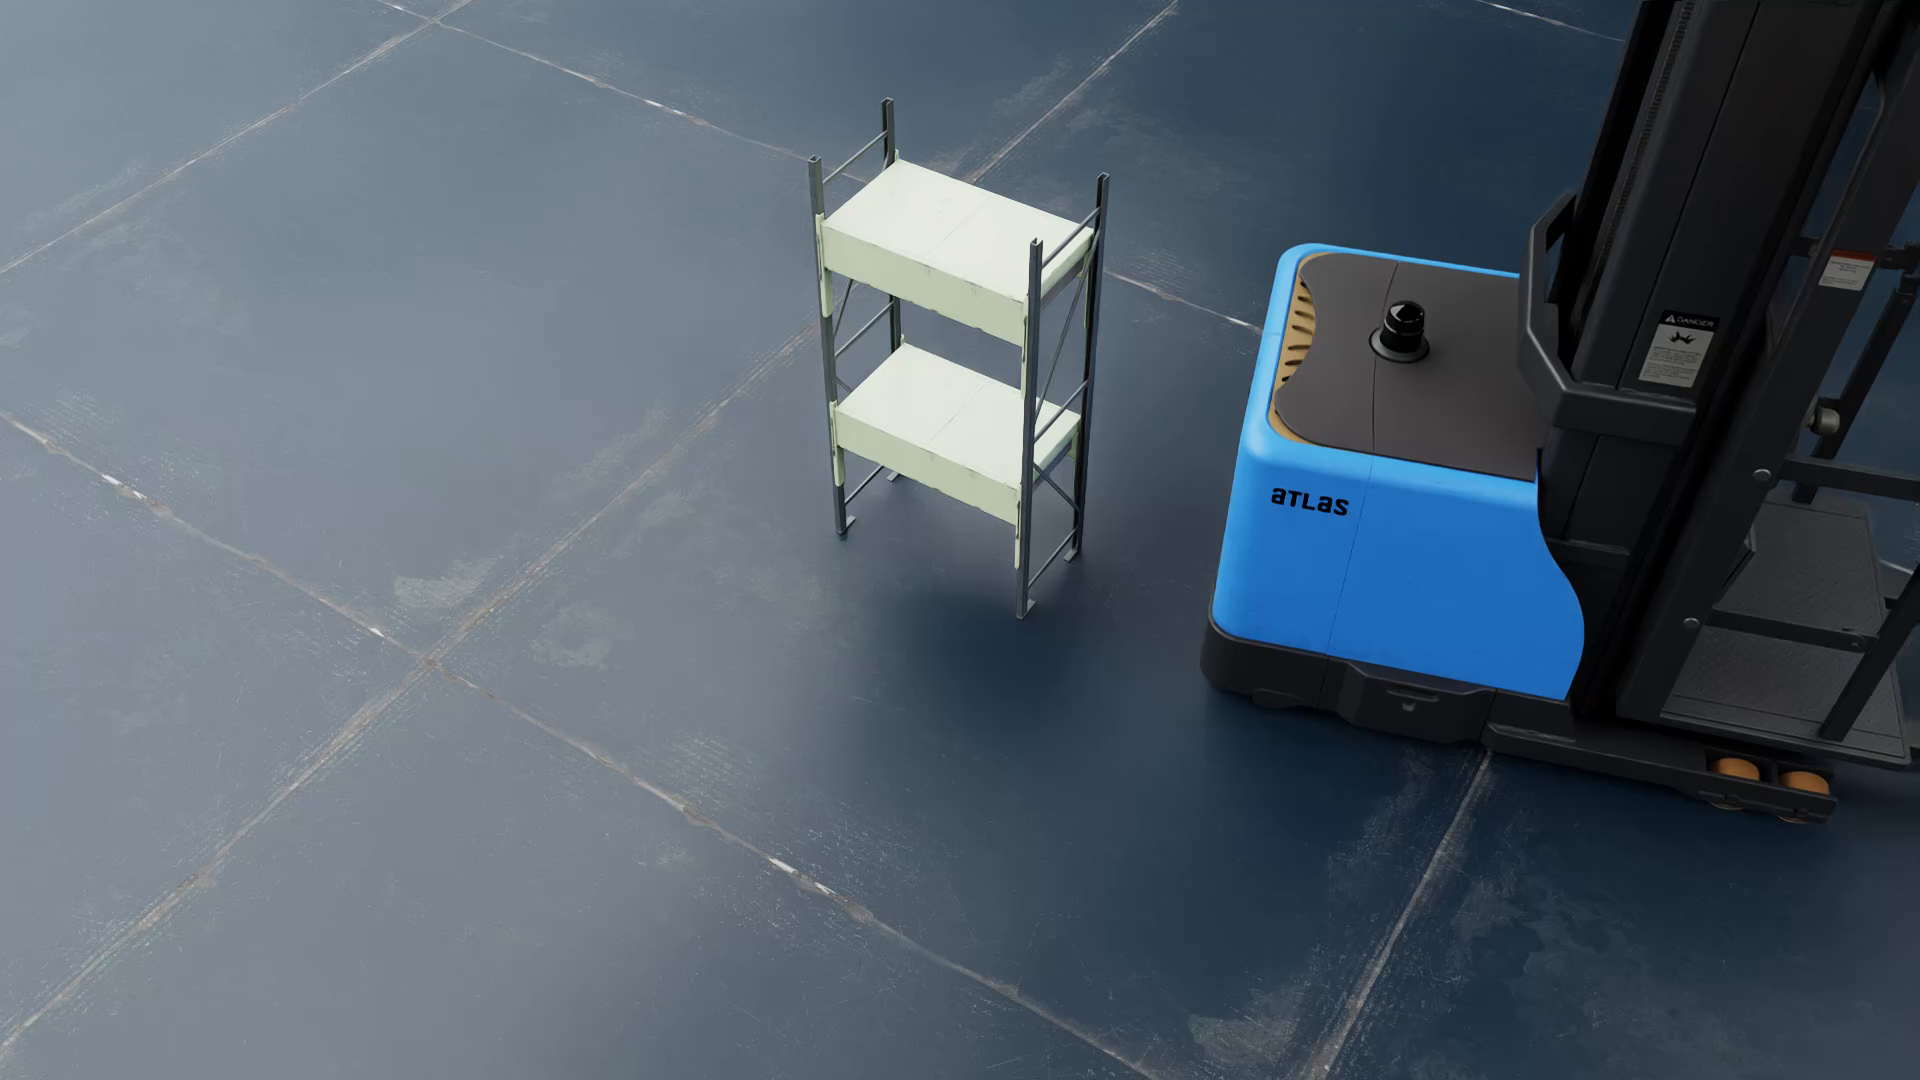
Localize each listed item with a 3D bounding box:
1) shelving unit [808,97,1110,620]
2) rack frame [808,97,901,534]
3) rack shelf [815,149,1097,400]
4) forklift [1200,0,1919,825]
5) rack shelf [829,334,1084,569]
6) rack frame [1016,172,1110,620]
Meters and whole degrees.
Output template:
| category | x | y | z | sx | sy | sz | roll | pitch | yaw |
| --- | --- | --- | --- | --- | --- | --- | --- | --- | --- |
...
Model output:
| category | x | y | z | sx | sy | sz | roll | pitch | yaw |
| --- | --- | --- | --- | --- | --- | --- | --- | --- | --- |
| shelving unit | -0.006 | -0.525 | 5.215 | 0.755 | 1.500 | 0.431 | 25 | 51 | 22 |
| rack frame | -0.314 | -0.667 | 5.352 | 0.023 | 1.500 | 0.400 | 25 | 51 | 22 |
| rack shelf | -0.006 | -0.797 | 4.935 | 0.720 | 0.370 | 0.431 | 25 | 51 | 22 |
| forklift | 2.335 | -0.606 | 4.295 | 3.031 | 2.935 | 1.130 | 11 | 47 | 10 |
| rack shelf | -0.006 | -0.298 | 5.448 | 0.720 | 0.370 | 0.431 | 25 | 51 | 22 |
| rack frame | 0.302 | -0.384 | 5.077 | 0.023 | 1.500 | 0.400 | 25 | 51 | 22 |
